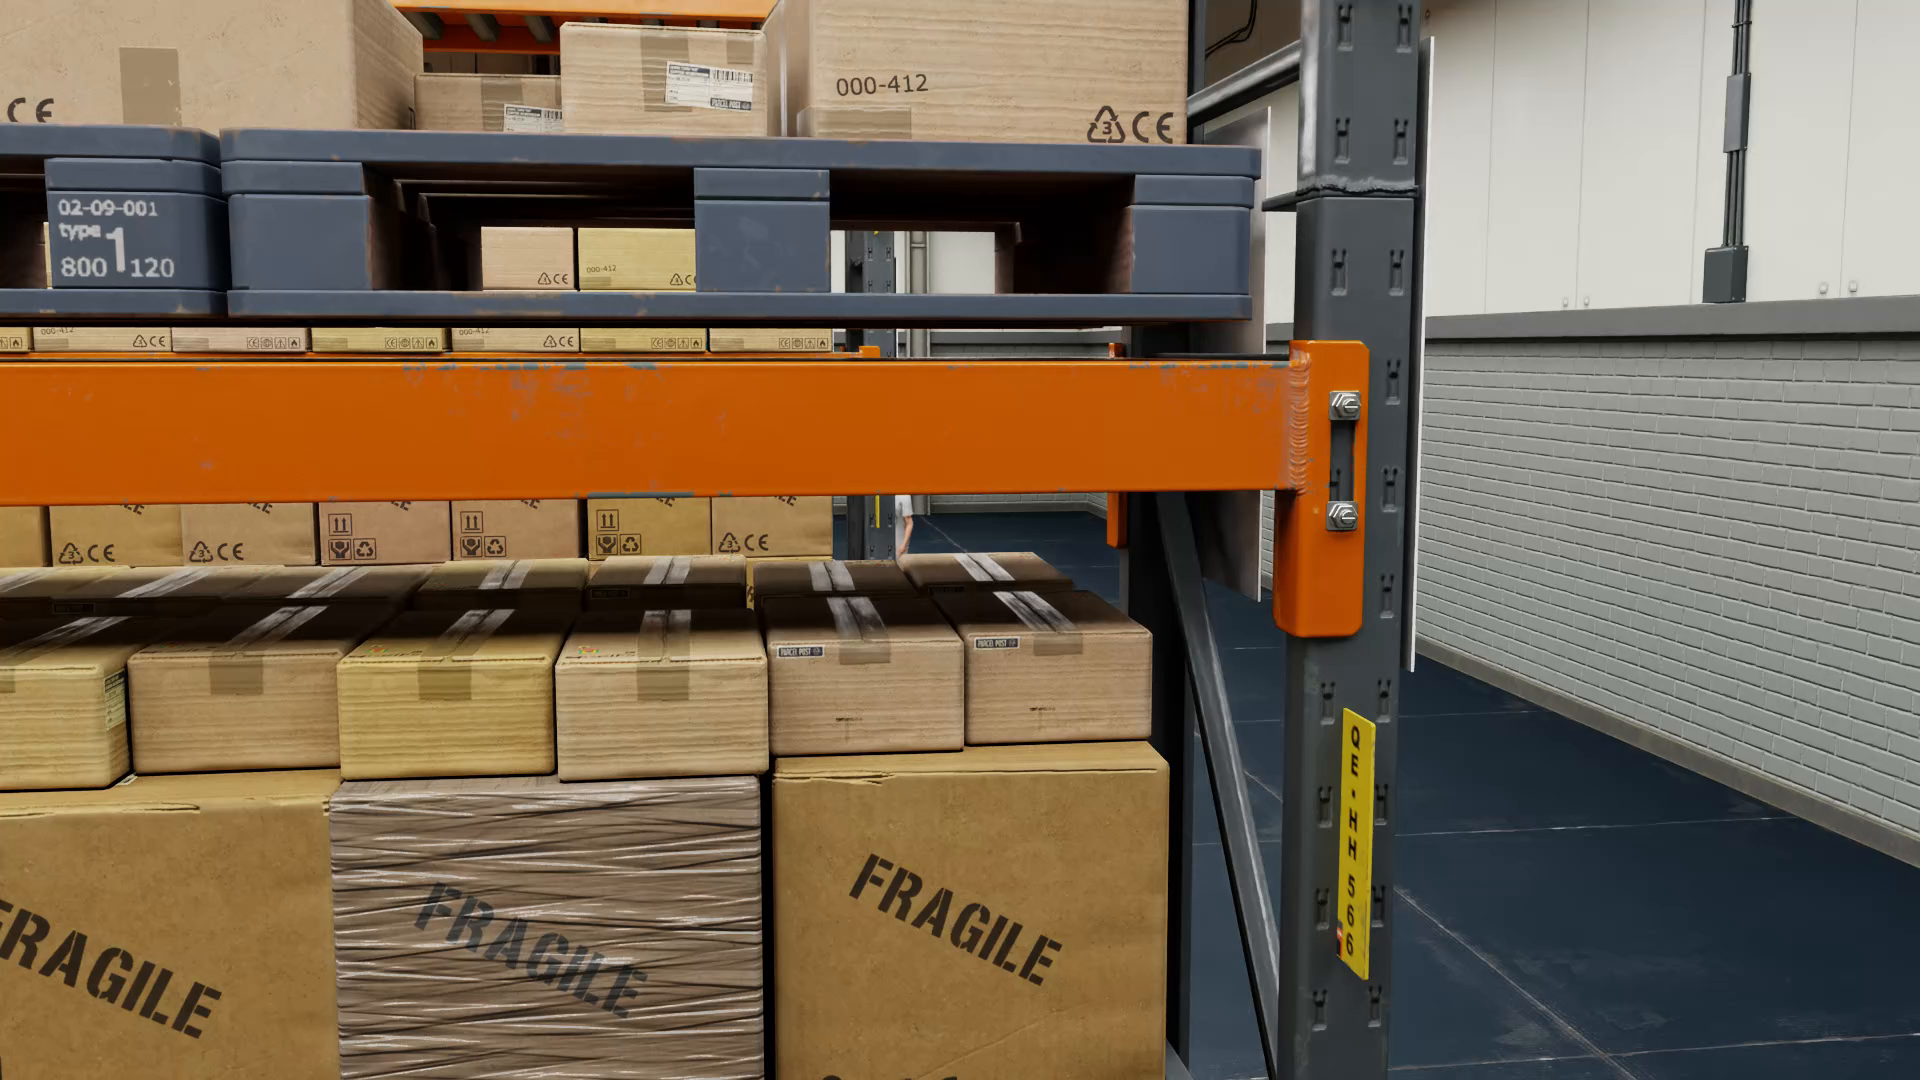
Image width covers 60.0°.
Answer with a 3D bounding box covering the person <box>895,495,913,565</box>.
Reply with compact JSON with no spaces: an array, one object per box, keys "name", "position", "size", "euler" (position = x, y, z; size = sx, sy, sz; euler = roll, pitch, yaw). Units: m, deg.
[{"name":"person","position":[-0.697,0.078,16.615],"size":[0.476,1.675,0.363],"euler":[3,7,27]}]
